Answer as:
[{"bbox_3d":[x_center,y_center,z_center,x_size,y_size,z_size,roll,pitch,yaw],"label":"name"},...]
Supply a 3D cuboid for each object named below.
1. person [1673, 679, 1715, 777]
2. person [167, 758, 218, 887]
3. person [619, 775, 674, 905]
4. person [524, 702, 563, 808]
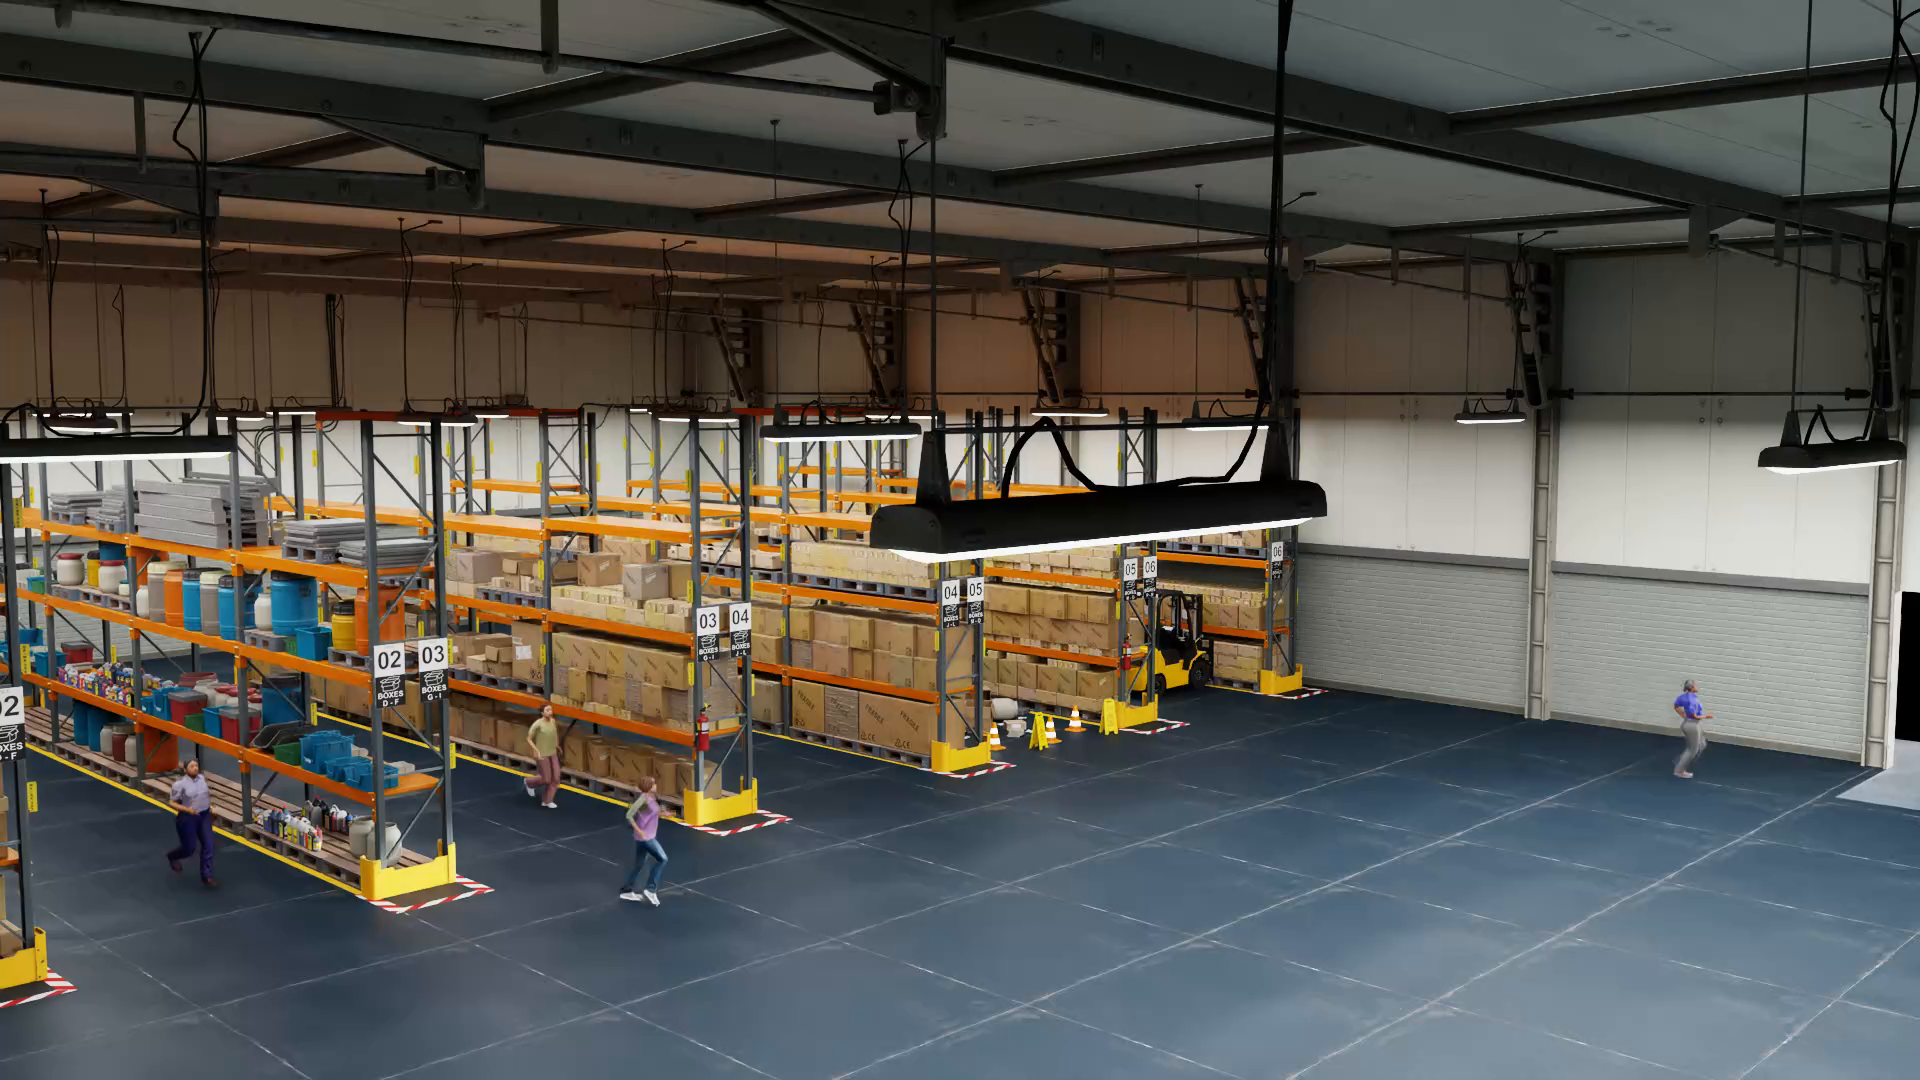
[{"bbox_3d":[12.059,3.104,27.311,0.599,1.625,0.561,1,5,9],"label":"person"},{"bbox_3d":[-9.905,3.623,21.468,0.849,1.640,0.607,3,6,33],"label":"person"},{"bbox_3d":[-3.889,3.721,20.624,0.688,1.630,0.507,-1,5,-11],"label":"person"},{"bbox_3d":[-6.394,3.274,25.468,0.622,1.621,0.569,4,6,38],"label":"person"}]
